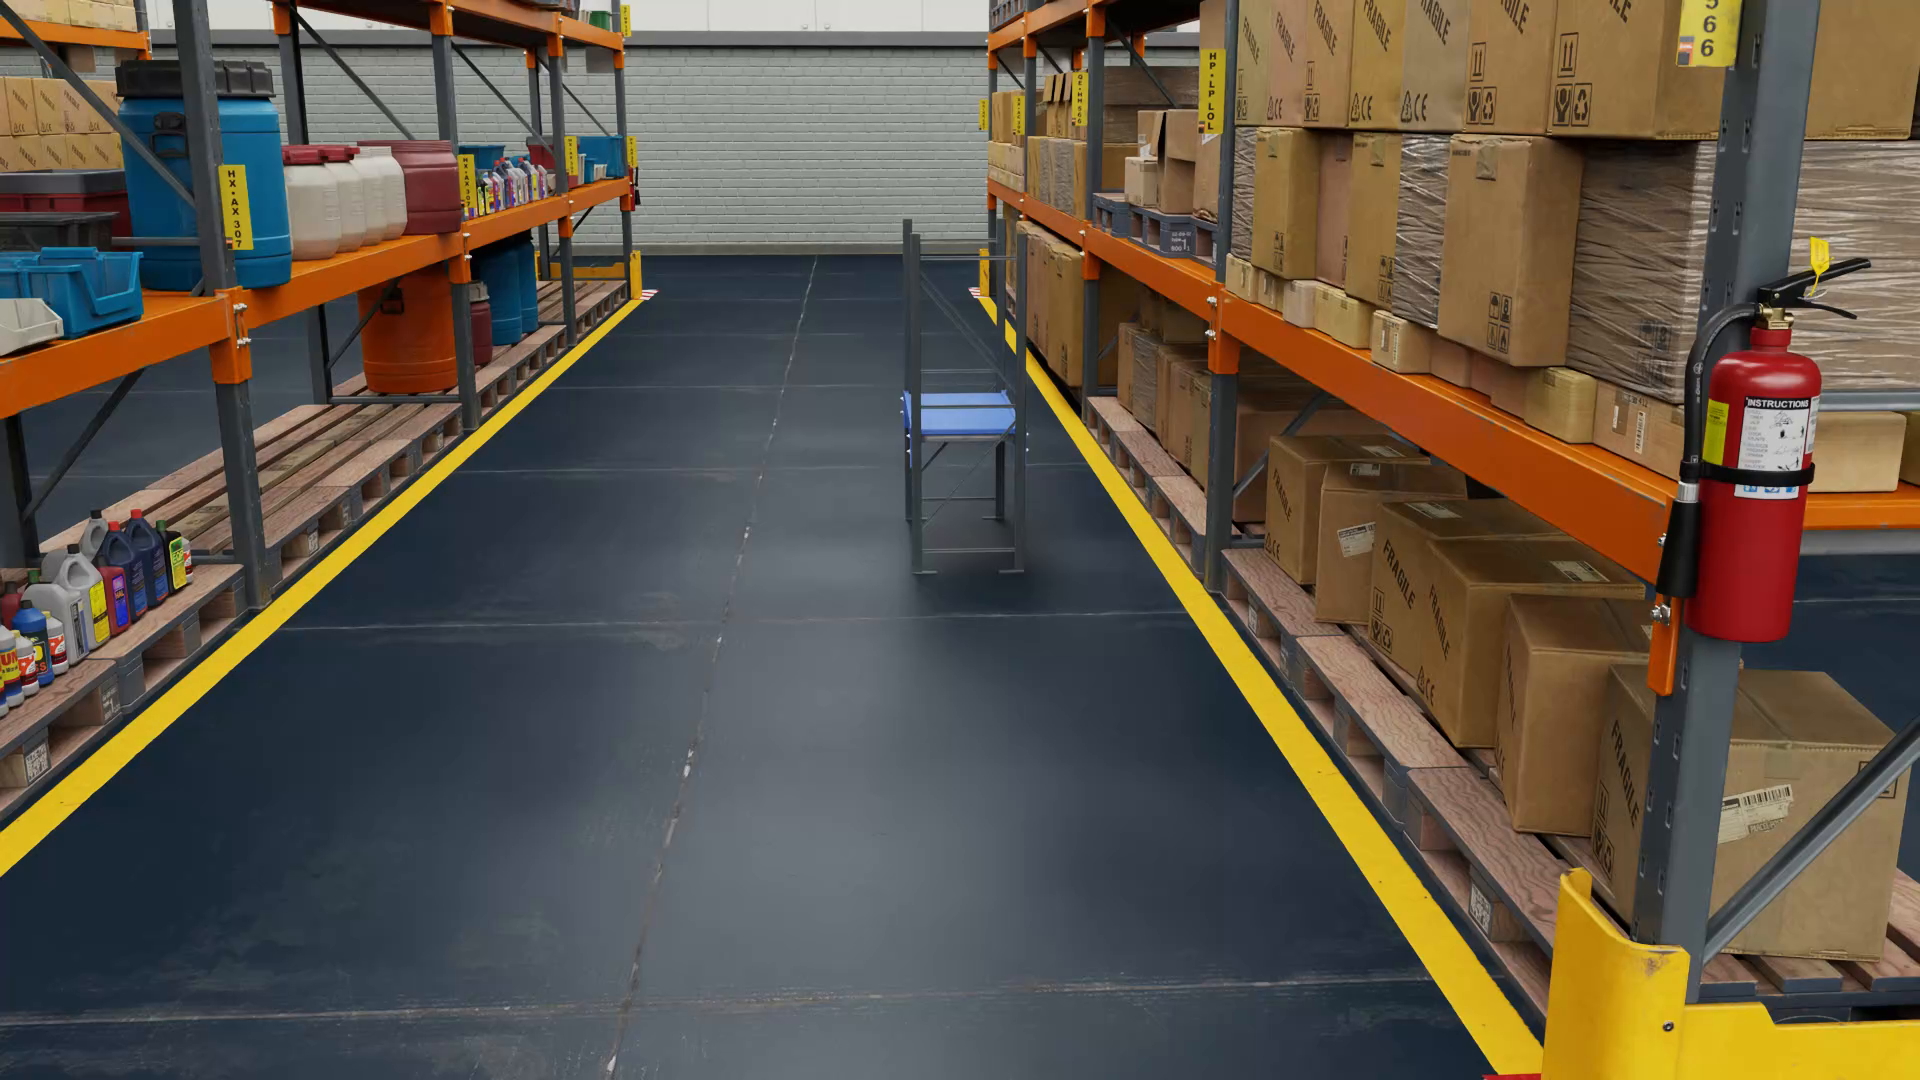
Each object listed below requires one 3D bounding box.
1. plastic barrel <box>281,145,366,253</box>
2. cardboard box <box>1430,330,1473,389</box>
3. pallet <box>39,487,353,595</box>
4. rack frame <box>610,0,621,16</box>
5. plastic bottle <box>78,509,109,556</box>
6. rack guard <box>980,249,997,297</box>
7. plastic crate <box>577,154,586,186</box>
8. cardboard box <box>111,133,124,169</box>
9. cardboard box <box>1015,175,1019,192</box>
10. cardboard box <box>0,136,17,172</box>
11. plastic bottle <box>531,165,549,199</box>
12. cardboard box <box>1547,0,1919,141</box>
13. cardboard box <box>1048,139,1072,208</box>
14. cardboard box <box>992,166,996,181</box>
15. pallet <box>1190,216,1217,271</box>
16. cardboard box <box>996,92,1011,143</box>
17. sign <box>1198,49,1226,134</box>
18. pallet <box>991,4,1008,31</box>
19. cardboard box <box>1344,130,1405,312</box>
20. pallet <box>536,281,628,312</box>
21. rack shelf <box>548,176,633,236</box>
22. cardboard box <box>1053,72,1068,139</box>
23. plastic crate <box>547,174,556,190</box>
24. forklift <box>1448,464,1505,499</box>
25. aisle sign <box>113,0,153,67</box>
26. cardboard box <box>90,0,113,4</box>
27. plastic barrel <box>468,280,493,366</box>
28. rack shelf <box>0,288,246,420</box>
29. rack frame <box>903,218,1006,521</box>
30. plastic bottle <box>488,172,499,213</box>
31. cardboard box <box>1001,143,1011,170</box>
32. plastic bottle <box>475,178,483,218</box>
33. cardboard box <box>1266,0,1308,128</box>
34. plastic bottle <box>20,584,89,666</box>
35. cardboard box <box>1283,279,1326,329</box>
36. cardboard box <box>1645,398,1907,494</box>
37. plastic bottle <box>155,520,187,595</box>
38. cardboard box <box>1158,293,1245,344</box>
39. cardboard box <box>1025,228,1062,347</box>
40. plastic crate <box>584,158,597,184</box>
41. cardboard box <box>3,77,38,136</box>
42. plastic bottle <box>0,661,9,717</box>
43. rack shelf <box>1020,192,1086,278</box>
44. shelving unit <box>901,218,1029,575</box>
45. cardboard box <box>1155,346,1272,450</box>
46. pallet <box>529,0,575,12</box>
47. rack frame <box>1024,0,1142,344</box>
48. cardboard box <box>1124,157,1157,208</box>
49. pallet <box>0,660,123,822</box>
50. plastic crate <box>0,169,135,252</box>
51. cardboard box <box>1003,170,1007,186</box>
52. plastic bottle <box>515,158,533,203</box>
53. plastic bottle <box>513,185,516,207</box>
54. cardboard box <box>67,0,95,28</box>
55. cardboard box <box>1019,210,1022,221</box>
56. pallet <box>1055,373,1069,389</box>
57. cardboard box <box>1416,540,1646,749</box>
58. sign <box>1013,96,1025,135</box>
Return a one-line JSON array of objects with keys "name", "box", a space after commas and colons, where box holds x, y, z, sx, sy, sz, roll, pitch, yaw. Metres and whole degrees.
[{"name": "plastic barrel", "box": [-3.297, -1.759, 8.569, 0.433, 0.535, 0.433, 0, 14, 0]}, {"name": "cardboard box", "box": [1.490, -0.500, 4.453, 0.380, 0.149, 0.250, -1, 14, -3]}, {"name": "pallet", "box": [-3.472, -0.006, 7.625, 1.003, 0.211, 1.213, -1, 14, -3]}, {"name": "rack frame", "box": [-4.128, -7.051, 17.372, 1.000, 3.000, 0.127, -1, 14, -3]}, {"name": "plastic bottle", "box": [-3.200, 0.066, 6.182, 0.144, 0.351, 0.185, -1, 14, -3]}, {"name": "rack guard", "box": [0.814, -3.018, 18.752, 1.175, 0.500, 0.348, -1, 14, -3]}, {"name": "plastic crate", "box": [-3.791, -3.505, 15.748, 0.437, 0.282, 0.530, -1, 14, -3]}, {"name": "cardboard box", "box": [-8.737, -3.883, 16.896, 0.500, 0.500, 0.500, -1, 14, -3]}, {"name": "cardboard box", "box": [0.702, -3.241, 15.106, 0.380, 0.149, 0.250, -1, 14, -2]}, {"name": "cardboard box", "box": [-8.583, -3.255, 14.456, 0.500, 0.500, 0.500, -1, 14, -2]}, {"name": "plastic bottle", "box": [-3.533, -2.998, 13.907, 0.152, 0.276, 0.135, -1, 14, -3]}, {"name": "cardboard box", "box": [1.526, -1.053, 3.294, 0.500, 0.500, 0.500, -1, 14, -3]}, {"name": "cardboard box", "box": [0.943, -2.780, 12.610, 0.500, 0.500, 0.500, -1, 14, -2]}, {"name": "cardboard box", "box": [0.542, -3.880, 17.590, 0.380, 0.149, 0.250, -1, 14, -5]}, {"name": "pallet", "box": [1.657, -1.337, 7.589, 1.003, 0.211, 1.213, -1, 14, -3]}, {"name": "cardboard box", "box": [0.645, -4.280, 16.841, 0.500, 0.500, 0.500, -1, 14, -5]}, {"name": "sign", "box": [1.006, -1.789, 6.637, 0.100, 0.325, 0.005, -1, 14, -3]}, {"name": "pallet", "box": [0.872, -5.448, 17.338, 1.003, 0.211, 1.213, -1, 14, -3]}, {"name": "cardboard box", "box": [1.643, -0.945, 4.881, 0.875, 0.500, 0.500, -1, 14, -3]}, {"name": "pallet", "box": [-4.115, -2.590, 17.668, 1.003, 0.211, 1.213, -1, 14, -3]}, {"name": "rack shelf", "box": [-4.004, -3.300, 16.276, 1.077, 0.370, 4.000, -1, 14, -3]}, {"name": "cardboard box", "box": [1.142, -3.432, 13.132, 0.797, 0.503, 0.637, -1, 14, -3]}, {"name": "plastic crate", "box": [-3.766, -3.170, 14.737, 0.396, 0.136, 0.243, -1, 14, -3]}, {"name": "forklift", "box": [3.812, -1.808, 9.172, 1.130, 2.935, 3.031, 13, 19, 41]}, {"name": "aisle sign", "box": [-8.770, -5.351, 17.587, 0.394, 0.787, 0.004, -1, 14, -3]}, {"name": "cardboard box", "box": [-8.754, -5.444, 16.444, 0.500, 0.250, 0.500, -1, 14, -3]}, {"name": "plastic barrel", "box": [-3.749, -1.594, 12.199, 0.600, 0.588, 0.708, -1, 14, -3]}, {"name": "rack shelf", "box": [-3.260, -0.316, 4.677, 1.077, 0.370, 4.000, -1, 14, -3]}, {"name": "rack frame", "box": [-0.026, -0.832, 8.248, 0.500, 1.500, 0.032, -1, 14, -3]}, {"name": "plastic bottle", "box": [-3.362, -2.500, 11.959, 0.061, 0.283, 0.133, -1, 14, -3]}, {"name": "cardboard box", "box": [0.680, -3.786, 16.426, 0.500, 0.250, 0.500, -1, 14, -5]}, {"name": "plastic bottle", "box": [-3.328, -2.361, 11.419, 0.061, 0.283, 0.133, -1, 14, -3]}, {"name": "cardboard box", "box": [1.366, -1.674, 5.710, 0.500, 0.500, 0.500, -1, 14, -3]}, {"name": "plastic bottle", "box": [-3.019, 0.269, 5.545, 0.152, 0.276, 0.135, -1, 14, -2]}, {"name": "cardboard box", "box": [1.317, -0.809, 5.656, 0.380, 0.149, 0.250, -1, 14, -3]}, {"name": "cardboard box", "box": [1.583, -0.189, 3.246, 0.380, 0.149, 0.250, -1, 14, -3]}, {"name": "plastic bottle", "box": [-3.025, 0.056, 6.359, 0.061, 0.283, 0.133, 0, 14, -1]}, {"name": "cardboard box", "box": [1.426, -1.300, 9.689, 0.500, 0.250, 0.500, 1, 14, 3]}, {"name": "cardboard box", "box": [1.179, -2.021, 13.282, 1.225, 0.875, 0.875, -1, 14, -5]}, {"name": "plastic crate", "box": [-3.744, -3.587, 16.163, 0.416, 0.233, 0.300, -1, 14, -3]}, {"name": "cardboard box", "box": [-8.605, -3.858, 14.794, 0.500, 0.500, 0.500, -1, 14, -5]}, {"name": "plastic bottle", "box": [-2.959, 0.401, 5.042, 0.097, 0.271, 0.097, 0, 14, 0]}, {"name": "rack shelf", "box": [1.188, -2.382, 12.707, 1.077, 0.370, 4.000, -1, 14, -3]}, {"name": "shelving unit", "box": [0.005, -0.705, 7.757, 0.538, 1.500, 1.048, -1, 14, -3]}, {"name": "cardboard box", "box": [1.462, -0.790, 9.211, 0.700, 0.500, 0.500, 0, 14, 1]}, {"name": "pallet", "box": [-3.734, -4.319, 13.151, 1.213, 0.211, 1.003, -1, 14, -3]}, {"name": "rack frame", "box": [1.064, -3.227, 14.551, 1.000, 3.000, 0.127, -1, 14, -3]}, {"name": "cardboard box", "box": [1.186, -1.943, 9.017, 0.500, 0.250, 0.500, -1, 14, -5]}, {"name": "pallet", "box": [-3.305, 0.661, 5.034, 1.003, 0.211, 1.213, -1, 14, -3]}, {"name": "plastic crate", "box": [-3.720, -1.308, 6.962, 0.402, 0.464, 0.583, -1, 14, -3]}, {"name": "cardboard box", "box": [0.623, -3.560, 16.345, 0.380, 0.149, 0.250, -1, 14, -3]}, {"name": "plastic bottle", "box": [-3.485, -2.858, 13.212, 0.144, 0.351, 0.185, -1, 14, -3]}, {"name": "plastic bottle", "box": [-3.422, -2.626, 12.611, 0.097, 0.201, 0.097, 0, 14, 0]}, {"name": "cardboard box", "box": [-8.713, -5.078, 16.024, 0.500, 0.250, 0.500, -1, 14, -3]}, {"name": "cardboard box", "box": [1.047, -2.791, 16.276, 0.875, 0.875, 0.875, -1, 14, -3]}, {"name": "pallet", "box": [1.265, -1.382, 12.975, 1.003, 0.211, 1.213, -1, 14, -3]}, {"name": "cardboard box", "box": [1.694, 0.304, 4.997, 0.500, 0.500, 0.500, 0, 14, 2]}, {"name": "sign", "box": [0.510, -3.676, 14.398, 0.100, 0.325, 0.005, -1, 14, -3]}]
